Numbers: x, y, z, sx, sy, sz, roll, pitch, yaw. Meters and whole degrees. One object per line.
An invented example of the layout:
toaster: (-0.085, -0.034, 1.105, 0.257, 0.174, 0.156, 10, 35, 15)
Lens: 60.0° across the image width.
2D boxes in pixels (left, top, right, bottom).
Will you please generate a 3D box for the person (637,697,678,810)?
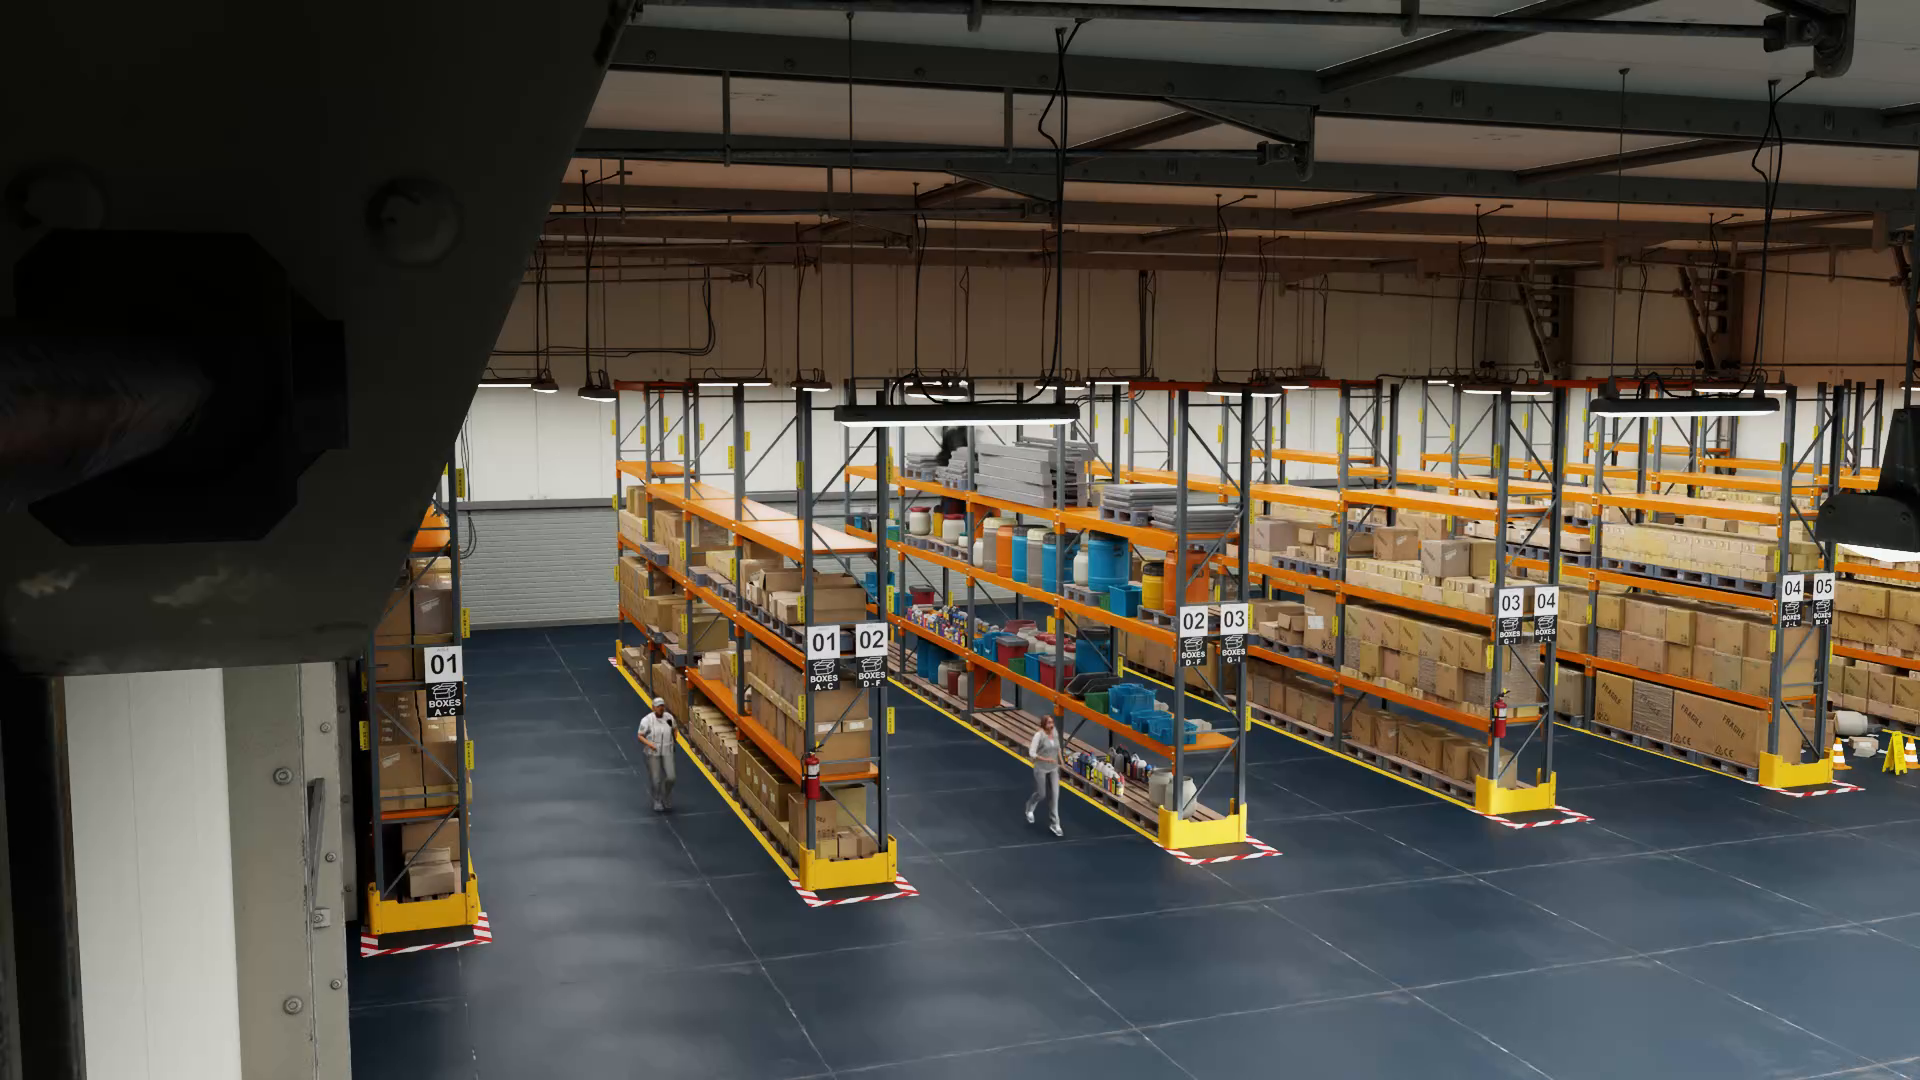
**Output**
person: (-4.246, 3.032, 23.524, 0.603, 1.626, 0.566, -2, 6, -21)

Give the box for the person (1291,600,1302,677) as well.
person: (6.512, 2.029, 32.777, 0.527, 1.733, 0.827, -2, 6, -18)

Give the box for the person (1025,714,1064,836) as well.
person: (1.162, 3.154, 22.601, 0.561, 1.603, 0.783, -3, 7, -28)
